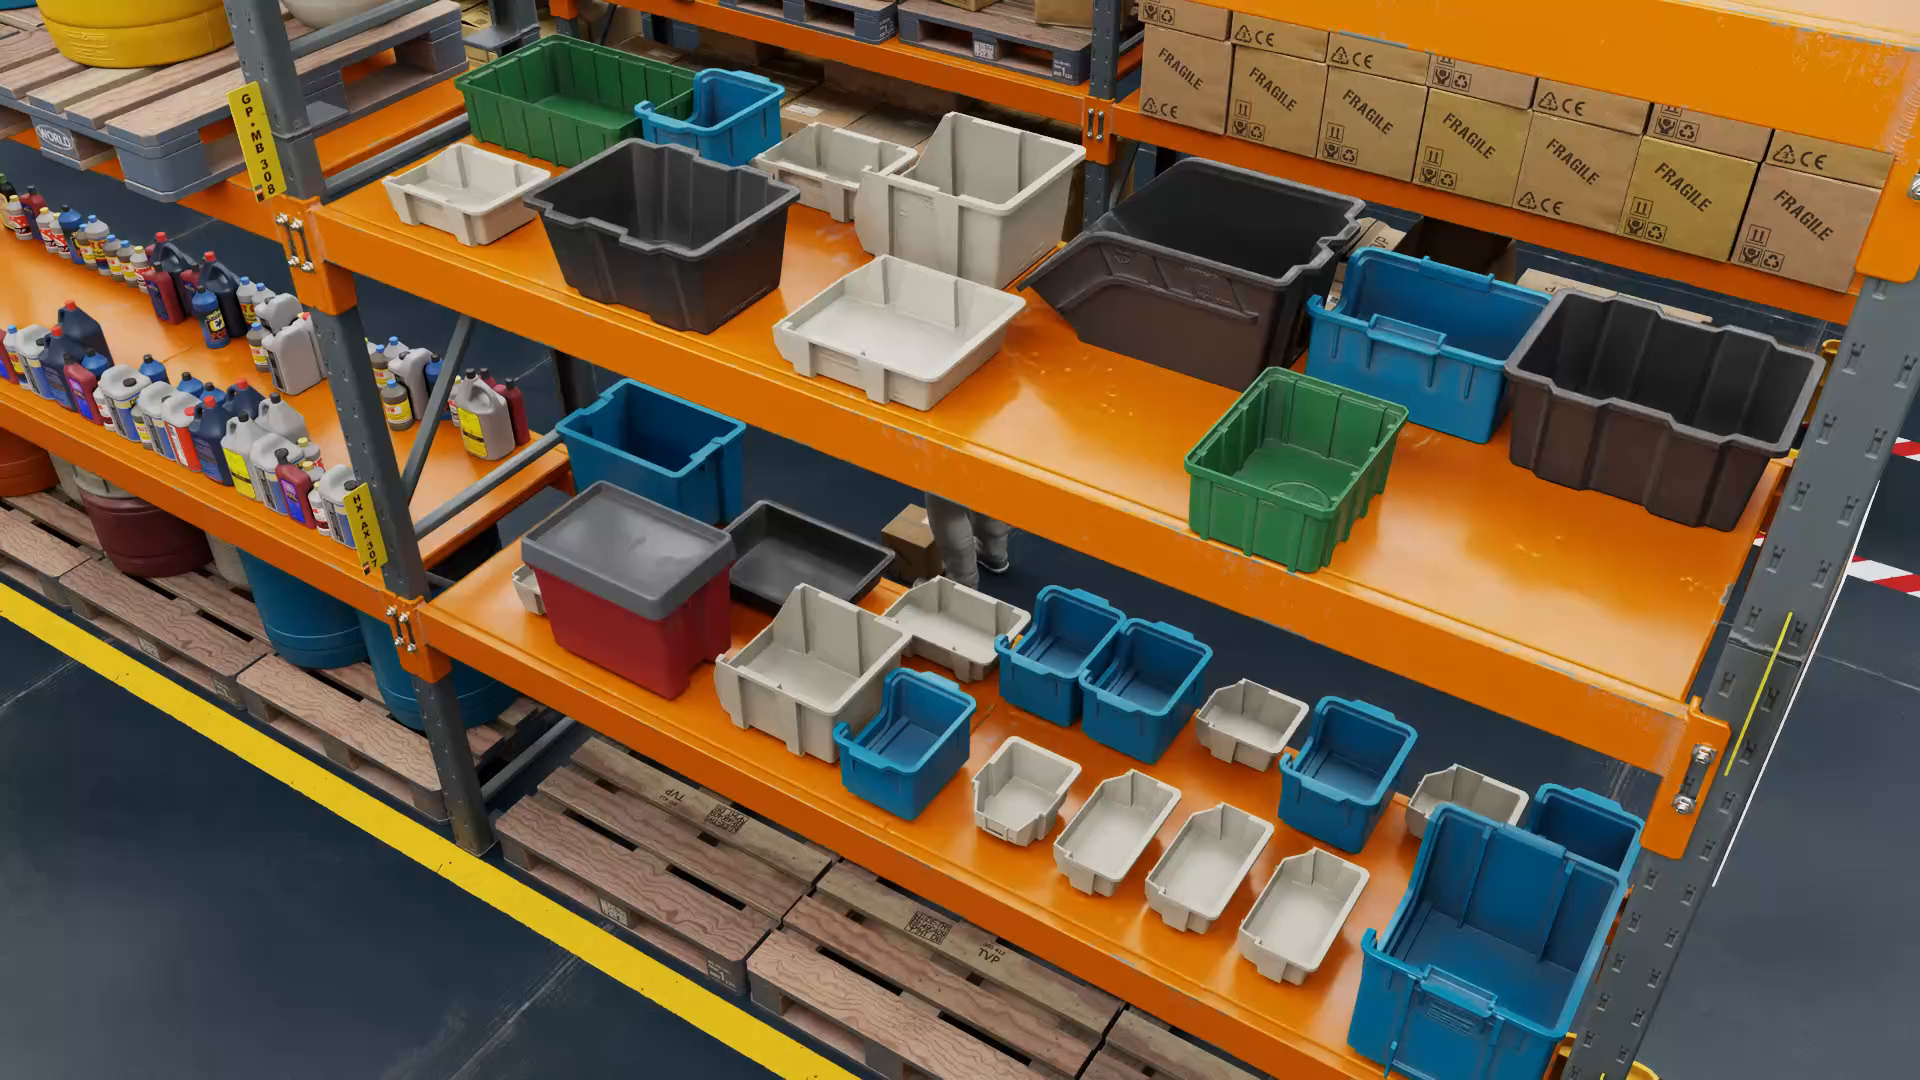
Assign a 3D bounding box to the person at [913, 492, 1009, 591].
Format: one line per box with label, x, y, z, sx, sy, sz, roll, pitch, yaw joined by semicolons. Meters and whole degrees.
person;0.039;-0.476;7.279;0.434;1.749;0.585;22;43;25
